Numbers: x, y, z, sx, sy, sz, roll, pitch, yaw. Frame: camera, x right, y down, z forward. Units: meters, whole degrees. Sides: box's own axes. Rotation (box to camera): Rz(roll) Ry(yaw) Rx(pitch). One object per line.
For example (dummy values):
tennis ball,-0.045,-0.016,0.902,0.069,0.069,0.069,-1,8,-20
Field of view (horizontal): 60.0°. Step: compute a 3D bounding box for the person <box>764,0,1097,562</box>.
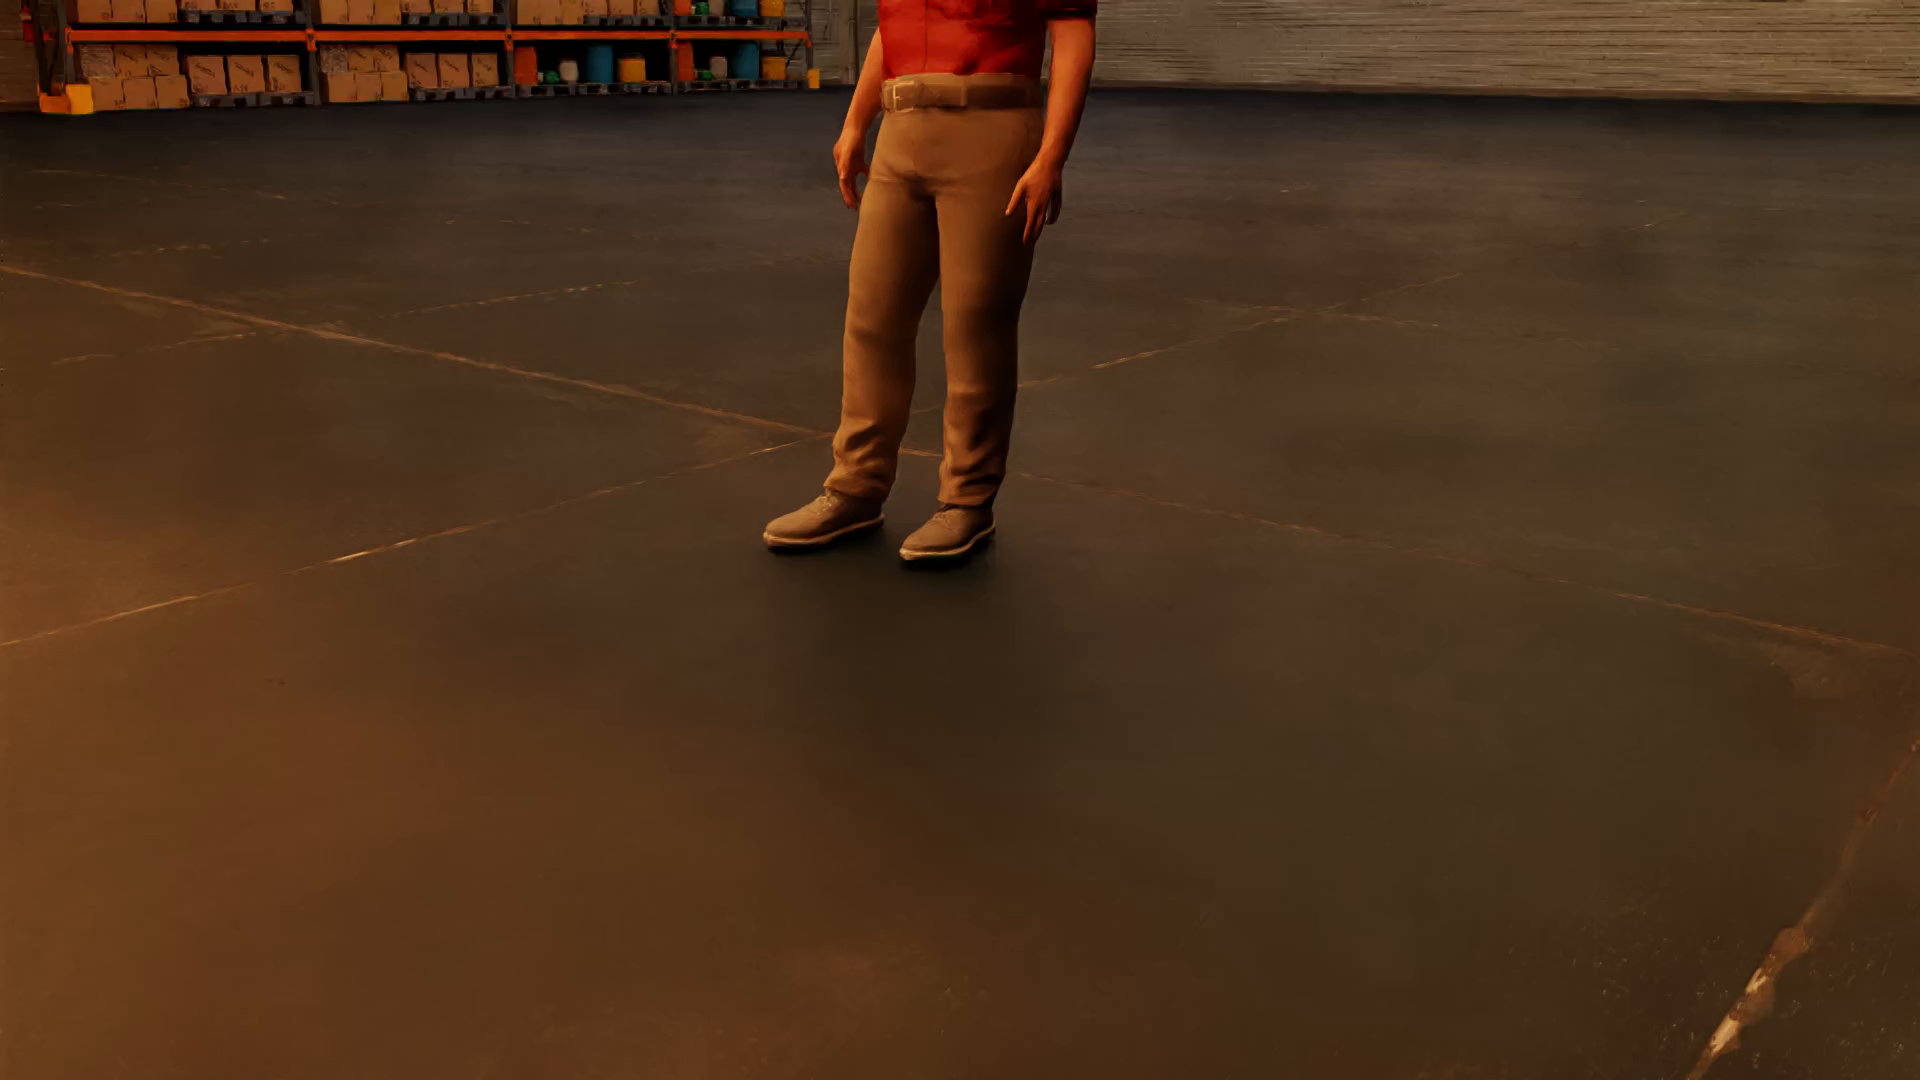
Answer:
person,-0.066,-0.815,3.630,0.640,1.723,0.550,13,21,37
